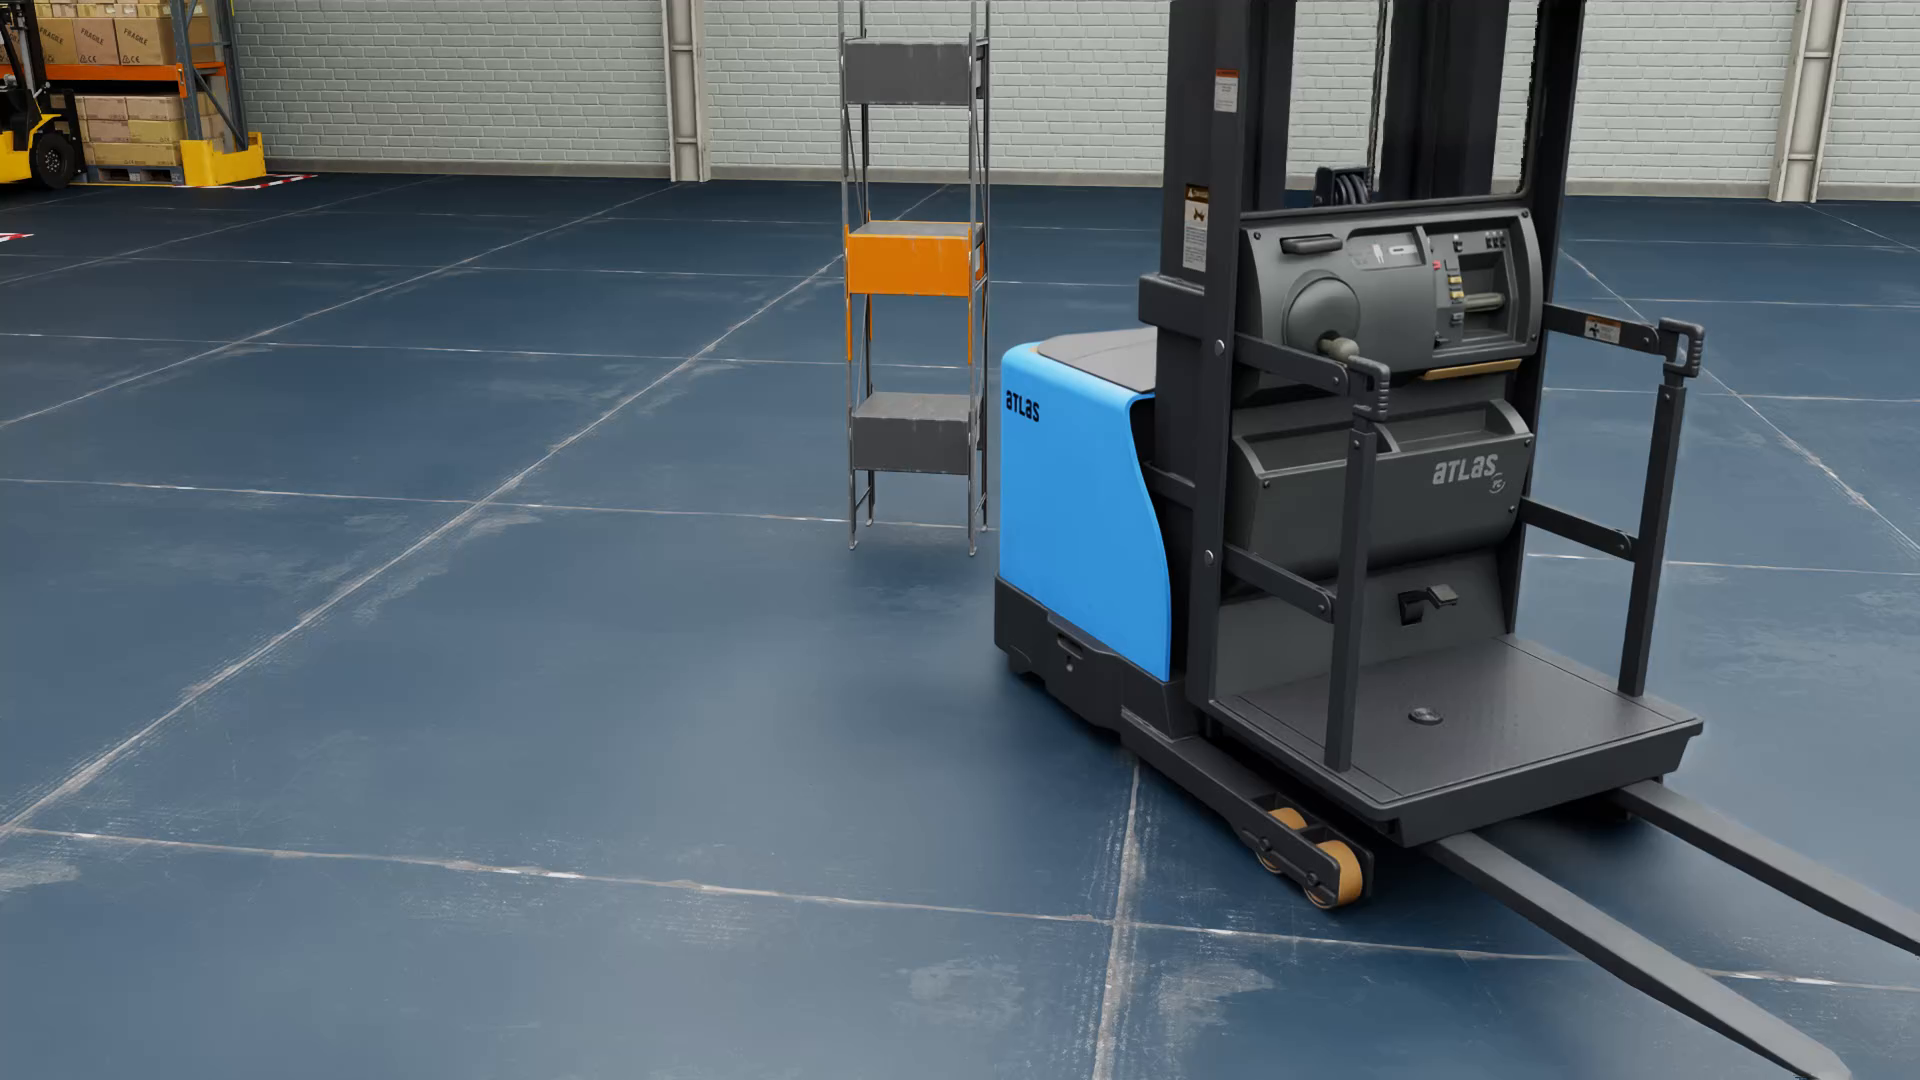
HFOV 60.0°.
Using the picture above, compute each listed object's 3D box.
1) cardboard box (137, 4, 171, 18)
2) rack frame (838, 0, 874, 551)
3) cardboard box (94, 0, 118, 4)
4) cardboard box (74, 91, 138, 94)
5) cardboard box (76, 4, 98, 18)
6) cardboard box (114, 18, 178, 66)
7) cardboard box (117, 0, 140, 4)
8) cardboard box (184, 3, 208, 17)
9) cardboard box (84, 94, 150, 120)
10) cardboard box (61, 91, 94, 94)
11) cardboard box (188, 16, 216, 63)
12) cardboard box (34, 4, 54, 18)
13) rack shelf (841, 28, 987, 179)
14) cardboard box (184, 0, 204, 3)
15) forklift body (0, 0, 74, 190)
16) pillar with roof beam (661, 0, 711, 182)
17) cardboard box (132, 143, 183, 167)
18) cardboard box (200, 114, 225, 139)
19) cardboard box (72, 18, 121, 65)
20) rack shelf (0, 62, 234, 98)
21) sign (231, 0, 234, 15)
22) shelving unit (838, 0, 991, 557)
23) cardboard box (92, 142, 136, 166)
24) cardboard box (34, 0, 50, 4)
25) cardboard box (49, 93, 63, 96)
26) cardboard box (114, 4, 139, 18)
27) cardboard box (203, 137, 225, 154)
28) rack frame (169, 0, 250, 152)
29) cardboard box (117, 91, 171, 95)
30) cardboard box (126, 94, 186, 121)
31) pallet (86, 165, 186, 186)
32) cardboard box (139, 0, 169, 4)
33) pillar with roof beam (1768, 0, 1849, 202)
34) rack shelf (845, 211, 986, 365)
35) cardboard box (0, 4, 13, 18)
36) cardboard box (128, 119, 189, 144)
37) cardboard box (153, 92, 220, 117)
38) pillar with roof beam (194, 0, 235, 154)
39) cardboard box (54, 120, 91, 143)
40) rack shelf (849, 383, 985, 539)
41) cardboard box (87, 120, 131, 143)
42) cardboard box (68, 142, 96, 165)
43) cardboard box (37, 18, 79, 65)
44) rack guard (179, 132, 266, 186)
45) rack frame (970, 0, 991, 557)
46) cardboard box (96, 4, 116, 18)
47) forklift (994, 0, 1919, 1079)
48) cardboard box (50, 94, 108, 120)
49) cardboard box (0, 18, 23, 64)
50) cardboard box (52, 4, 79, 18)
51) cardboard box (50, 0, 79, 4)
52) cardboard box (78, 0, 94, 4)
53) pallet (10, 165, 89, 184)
[{"bbox_3d":[-8.881,-5.864,18.421,0.250,0.149,0.380,3,19,9],"label":"cardboard box"},{"bbox_3d":[-0.404,-1.016,6.532,0.015,2.100,0.400,3,19,9],"label":"rack frame"},{"bbox_3d":[-9.393,-6.035,18.463,0.250,0.149,0.380,3,19,10],"label":"cardboard box"},{"bbox_3d":[-9.925,-5.085,19.368,0.500,0.250,0.500,3,19,8],"label":"cardboard box"},{"bbox_3d":[-9.628,-5.916,18.576,0.250,0.149,0.380,3,19,8],"label":"cardboard box"},{"bbox_3d":[-9.022,-5.569,18.562,0.500,0.500,0.500,3,19,7],"label":"cardboard box"},{"bbox_3d":[-9.130,-6.030,18.449,0.250,0.149,0.380,3,19,9],"label":"cardboard box"},{"bbox_3d":[-8.788,-6.033,18.925,0.250,0.149,0.380,2,19,7],"label":"cardboard box"},{"bbox_3d":[-9.504,-4.898,18.810,0.500,0.250,0.500,3,19,10],"label":"cardboard box"},{"bbox_3d":[-10.430,-5.113,19.451,0.500,0.250,0.500,3,19,8],"label":"cardboard box"},{"bbox_3d":[-8.940,-5.739,19.069,0.500,0.500,0.500,4,19,10],"label":"cardboard box"},{"bbox_3d":[-10.152,-5.921,18.591,0.250,0.149,0.380,3,19,9],"label":"cardboard box"},{"bbox_3d":[-0.163,-1.655,6.277,0.480,0.518,0.431,3,19,9],"label":"rack shelf"},{"bbox_3d":[-8.792,-6.159,18.835,0.250,0.149,0.380,3,19,8],"label":"cardboard box"},{"bbox_3d":[-10.656,-4.701,17.462,1.214,2.155,2.313,3,19,9],"label":"forklift body"},{"bbox_3d":[-3.798,-7.091,13.814,0.400,9.000,9.100,3,19,9],"label":"pillar with roof beam"},{"bbox_3d":[-9.009,-4.399,18.895,0.500,0.250,0.500,3,19,9],"label":"cardboard box"},{"bbox_3d":[-8.926,-4.800,19.306,0.500,0.250,0.500,3,19,10],"label":"cardboard box"},{"bbox_3d":[-9.533,-5.598,18.649,0.500,0.500,0.500,4,19,10],"label":"cardboard box"},{"bbox_3d":[-10.469,-5.339,19.165,4.000,0.370,1.077,3,19,9],"label":"rack shelf"},{"bbox_3d":[-8.401,-6.201,19.119,0.005,0.325,0.100,3,19,9],"label":"sign"},{"bbox_3d":[-0.163,-1.004,6.495,0.503,2.100,0.431,3,19,9],"label":"shelving unit"},{"bbox_3d":[-9.498,-4.427,18.978,0.500,0.250,0.500,3,19,9],"label":"cardboard box"},{"bbox_3d":[-10.158,-6.060,18.539,0.250,0.149,0.380,3,19,10],"label":"cardboard box"},{"bbox_3d":[-10.503,-4.948,18.960,0.500,0.250,0.500,3,19,8],"label":"cardboard box"},{"bbox_3d":[-9.138,-5.867,18.432,0.250,0.149,0.380,3,19,10],"label":"cardboard box"},{"bbox_3d":[-8.949,-4.560,19.377,0.500,0.250,0.500,3,19,9],"label":"cardboard box"},{"bbox_3d":[-8.495,-5.579,18.750,0.127,3.000,1.000,3,19,9],"label":"rack frame"},{"bbox_3d":[-9.433,-5.056,19.282,0.500,0.250,0.500,3,19,9],"label":"cardboard box"},{"bbox_3d":[-8.999,-4.874,18.738,0.500,0.250,0.500,4,19,10],"label":"cardboard box"},{"bbox_3d":[-9.256,-4.282,19.268,1.213,0.211,1.003,3,19,9],"label":"pallet"},{"bbox_3d":[-8.882,-6.027,18.441,0.250,0.149,0.380,3,19,9],"label":"cardboard box"},{"bbox_3d":[8.050,-6.487,12.009,0.400,9.000,9.100,3,19,9],"label":"pillar with roof beam"},{"bbox_3d":[-0.163,-0.991,6.499,0.480,0.518,0.431,3,19,9],"label":"rack shelf"},{"bbox_3d":[-10.647,-5.953,18.688,0.250,0.149,0.380,3,19,8],"label":"cardboard box"},{"bbox_3d":[-9.025,-4.638,18.821,0.500,0.250,0.500,3,19,8],"label":"cardboard box"},{"bbox_3d":[-8.939,-5.032,19.211,0.500,0.250,0.500,3,19,8],"label":"cardboard box"},{"bbox_3d":[-9.722,-7.393,14.716,0.400,9.000,9.100,3,19,9],"label":"pillar with roof beam"},{"bbox_3d":[-10.031,-4.686,18.965,0.500,0.250,0.500,2,19,7],"label":"cardboard box"},{"bbox_3d":[-0.163,-0.327,6.721,0.480,0.518,0.431,3,19,9],"label":"rack shelf"},{"bbox_3d":[-9.518,-4.667,18.907,0.500,0.250,0.500,3,19,8],"label":"cardboard box"},{"bbox_3d":[-9.991,-4.455,19.062,0.500,0.250,0.500,3,19,9],"label":"cardboard box"},{"bbox_3d":[-10.039,-5.624,18.726,0.500,0.500,0.500,3,19,8],"label":"cardboard box"},{"bbox_3d":[-8.471,-4.393,19.143,0.348,0.500,1.175,3,19,9],"label":"rack guard"},{"bbox_3d":[0.077,-0.992,6.458,0.015,2.100,0.400,3,19,9],"label":"rack frame"},{"bbox_3d":[-9.385,-5.900,18.528,0.250,0.149,0.380,3,19,10],"label":"cardboard box"},{"bbox_3d":[1.231,-0.643,4.106,1.130,2.935,3.031,-9,21,-25],"label":"forklift"},{"bbox_3d":[-10.004,-4.920,18.876,0.500,0.250,0.500,3,19,9],"label":"cardboard box"},{"bbox_3d":[-10.537,-5.646,18.791,0.500,0.500,0.500,3,19,9],"label":"cardboard box"},{"bbox_3d":[-9.899,-5.914,18.572,0.250,0.149,0.380,2,19,7],"label":"cardboard box"},{"bbox_3d":[-9.902,-6.049,18.505,0.250,0.149,0.380,3,19,10],"label":"cardboard box"},{"bbox_3d":[-9.627,-6.070,18.570,0.250,0.149,0.380,3,19,9],"label":"cardboard box"},{"bbox_3d":[-10.457,-4.344,19.454,1.213,0.211,1.003,3,19,9],"label":"pallet"}]
